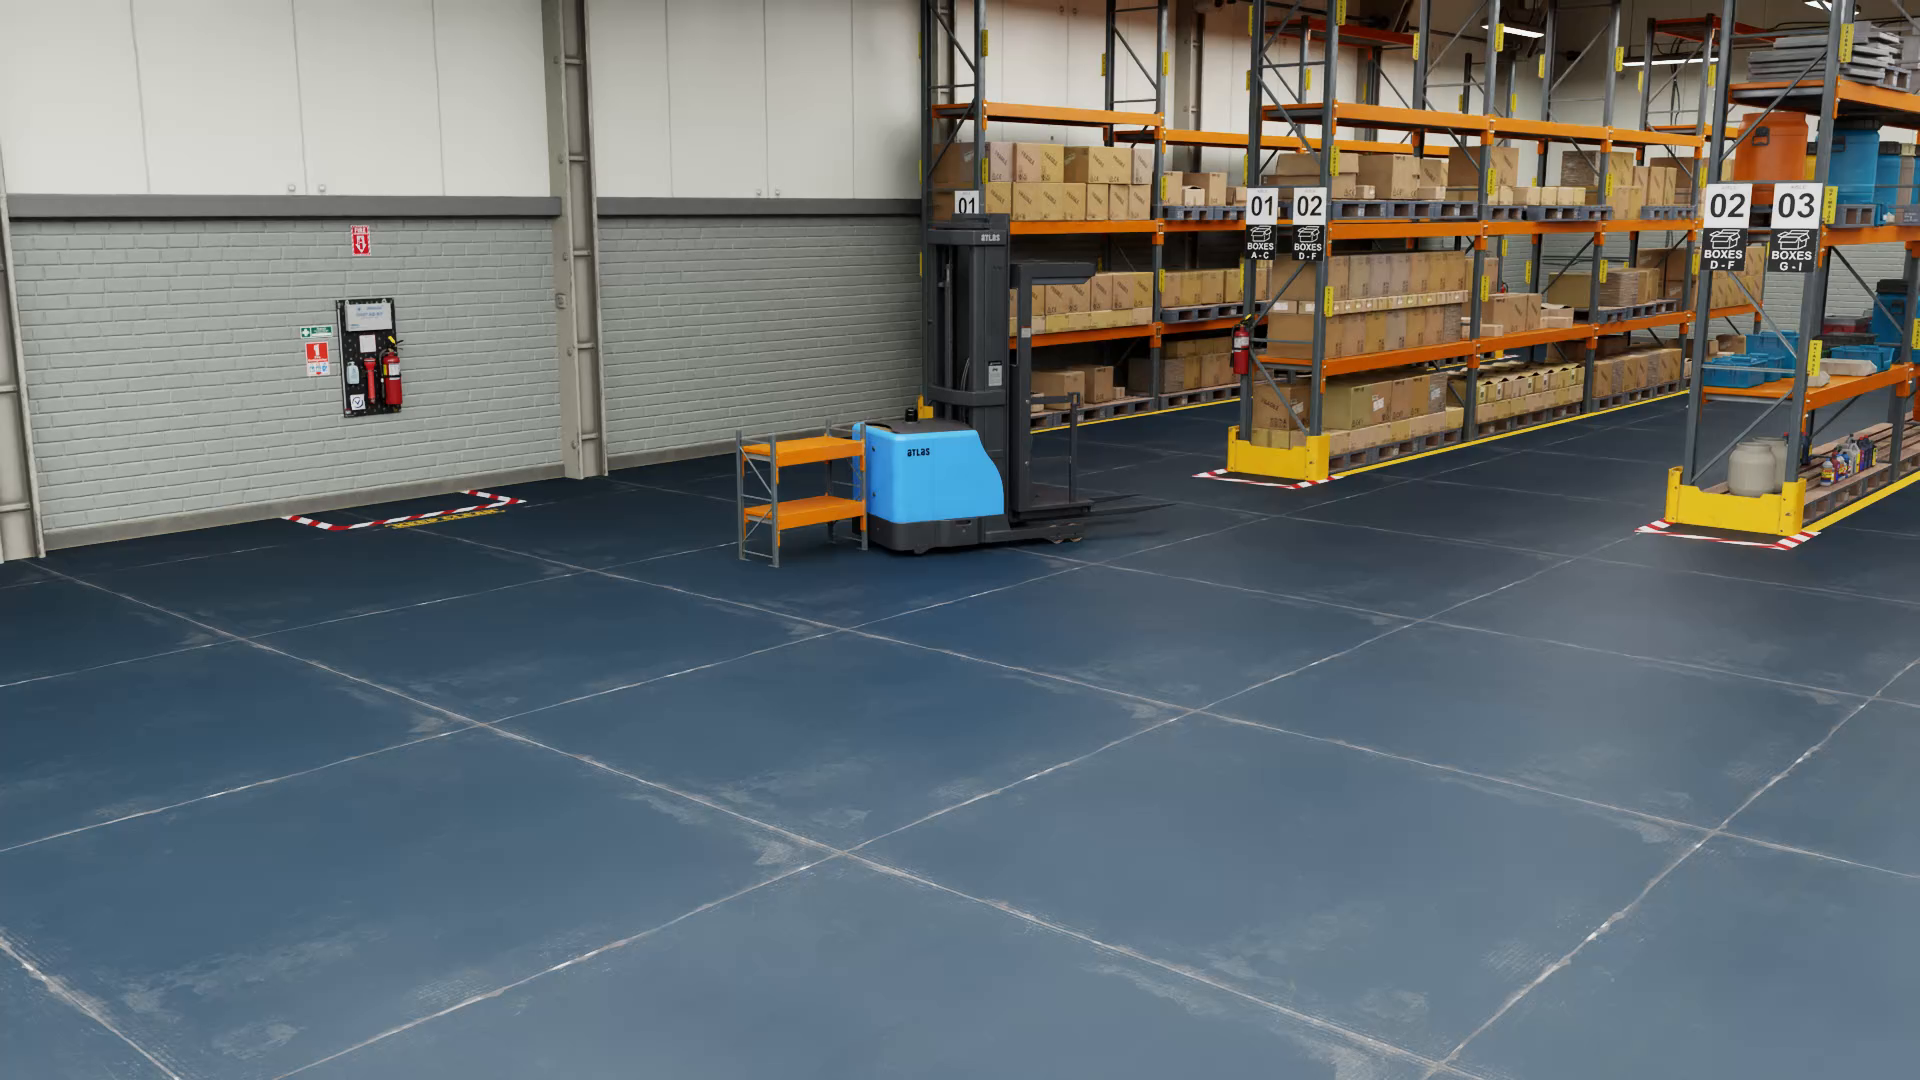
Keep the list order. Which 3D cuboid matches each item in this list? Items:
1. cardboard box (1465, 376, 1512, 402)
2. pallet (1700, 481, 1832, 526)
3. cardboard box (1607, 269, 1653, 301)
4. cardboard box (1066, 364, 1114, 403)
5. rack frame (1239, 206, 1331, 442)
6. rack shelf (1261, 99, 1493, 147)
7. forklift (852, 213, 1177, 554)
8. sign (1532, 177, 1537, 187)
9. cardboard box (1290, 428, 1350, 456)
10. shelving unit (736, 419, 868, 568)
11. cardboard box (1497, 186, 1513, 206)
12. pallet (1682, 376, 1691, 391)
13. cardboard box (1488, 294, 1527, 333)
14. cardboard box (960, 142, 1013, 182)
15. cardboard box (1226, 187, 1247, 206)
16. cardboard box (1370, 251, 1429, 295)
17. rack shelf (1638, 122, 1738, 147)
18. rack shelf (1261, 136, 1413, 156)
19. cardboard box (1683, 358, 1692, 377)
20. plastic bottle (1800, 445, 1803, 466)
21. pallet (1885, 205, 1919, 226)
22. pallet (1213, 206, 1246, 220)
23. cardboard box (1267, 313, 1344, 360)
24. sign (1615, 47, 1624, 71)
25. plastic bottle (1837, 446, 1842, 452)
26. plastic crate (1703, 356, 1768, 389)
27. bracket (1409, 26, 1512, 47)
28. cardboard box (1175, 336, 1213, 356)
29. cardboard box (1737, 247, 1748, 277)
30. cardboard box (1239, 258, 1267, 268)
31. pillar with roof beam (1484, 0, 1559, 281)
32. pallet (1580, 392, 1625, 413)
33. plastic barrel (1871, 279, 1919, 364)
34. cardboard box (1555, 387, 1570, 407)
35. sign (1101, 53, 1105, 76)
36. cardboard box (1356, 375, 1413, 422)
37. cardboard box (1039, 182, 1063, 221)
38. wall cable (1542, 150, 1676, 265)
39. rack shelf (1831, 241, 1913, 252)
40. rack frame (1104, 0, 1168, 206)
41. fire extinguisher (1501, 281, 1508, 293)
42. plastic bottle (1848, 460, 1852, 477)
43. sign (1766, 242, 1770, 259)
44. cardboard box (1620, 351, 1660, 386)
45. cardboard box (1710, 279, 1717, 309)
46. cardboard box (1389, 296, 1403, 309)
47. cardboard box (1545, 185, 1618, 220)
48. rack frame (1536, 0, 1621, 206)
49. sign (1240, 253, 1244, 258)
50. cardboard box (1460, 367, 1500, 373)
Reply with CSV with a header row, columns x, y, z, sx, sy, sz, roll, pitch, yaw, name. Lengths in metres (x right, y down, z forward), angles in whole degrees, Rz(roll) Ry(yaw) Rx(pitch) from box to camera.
x,y,z,sx,sy,sz,roll,pitch,yaw,name
7.066,-2.049,22.327,0.500,0.311,0.500,10,15,40,cardboard box
7.905,-0.354,16.444,1.003,0.211,1.213,10,15,40,pallet
10.666,-4.096,26.735,0.500,0.500,0.700,-9,15,-39,cardboard box
1.893,-2.287,24.260,0.500,0.500,0.500,8,14,36,cardboard box
3.631,-2.226,18.698,1.000,3.000,0.127,10,15,40,rack frame
4.952,-4.913,19.694,1.077,0.370,4.000,10,15,40,rack shelf
0.564,-1.493,15.201,3.031,2.935,1.130,-6,13,-26,forklift
8.506,-5.198,24.600,0.100,0.325,0.005,10,15,40,sign
4.153,-1.134,19.177,0.500,0.250,0.500,10,15,40,cardboard box
-1.367,-0.425,14.468,0.538,1.125,1.048,11,16,43,shelving unit
7.046,-4.589,22.179,0.500,0.250,0.500,8,14,35,cardboard box
12.007,-2.725,28.316,1.003,0.211,1.213,10,15,40,pallet
7.470,-3.126,22.947,0.500,0.500,0.500,10,15,40,cardboard box
0.345,-4.911,21.625,0.500,0.500,0.500,8,14,36,cardboard box
4.263,-5.396,26.594,0.637,0.503,0.797,-10,15,-40,cardboard box
5.320,-3.286,20.435,0.700,0.500,0.500,10,15,40,cardboard box
12.873,-6.873,28.494,1.077,0.370,4.000,10,15,40,rack shelf
6.509,-6.730,28.790,1.077,0.370,4.000,10,15,40,rack shelf
11.992,-2.923,27.927,0.500,0.311,0.500,10,15,40,cardboard box
9.141,-0.949,18.149,0.097,0.271,0.097,0,11,0,plastic bottle
9.587,-3.433,17.566,1.213,0.211,1.003,10,15,40,pallet
3.718,-5.063,25.725,1.213,0.211,1.003,10,15,40,pallet
3.949,-2.342,19.024,0.700,0.500,0.500,10,15,40,cardboard box
9.332,-6.809,23.540,0.100,0.325,0.005,10,15,40,sign
9.348,-0.859,17.666,0.061,0.283,0.133,10,15,40,plastic bottle
7.455,-1.625,16.066,0.499,0.251,0.616,10,15,40,plastic crate
9.883,-9.948,32.851,0.076,0.066,4.783,10,15,40,bracket
3.651,-3.065,26.242,0.500,0.250,0.500,9,15,39,cardboard box
13.434,-4.867,29.113,0.500,0.500,0.500,10,15,42,cardboard box
4.782,-4.522,27.159,0.380,0.149,0.250,7,13,31,cardboard box
14.836,-8.114,32.863,9.100,9.000,0.548,10,15,40,pillar with roof beam
9.434,-2.141,25.390,1.003,0.211,1.213,10,15,40,pallet
10.473,-2.437,18.475,0.600,0.901,0.708,10,15,40,plastic barrel
8.411,-2.075,23.892,0.500,0.250,0.500,10,15,40,cardboard box
2.128,-7.003,24.509,0.100,0.325,0.005,10,15,40,sign
5.145,-1.722,20.207,0.500,0.500,0.500,10,15,40,cardboard box
1.038,-4.564,22.439,0.500,0.500,0.500,11,16,43,cardboard box
14.472,-7.425,37.340,3.097,2.526,0.112,10,15,40,wall cable
11.310,-3.586,19.685,1.077,0.370,4.000,10,15,40,rack shelf
2.548,-6.396,24.261,1.000,3.000,0.127,10,15,40,rack frame
10.916,-4.962,33.545,0.296,0.674,0.183,10,15,40,fire extinguisher
9.274,-0.765,17.404,0.097,0.201,0.097,0,11,0,plastic bottle
14.597,-5.228,29.966,0.100,0.325,0.005,10,15,40,sign
10.778,-2.727,26.463,0.500,0.500,0.500,10,15,41,cardboard box
12.430,-4.156,28.106,0.500,0.500,0.500,10,15,41,cardboard box
5.068,-2.849,19.906,0.380,0.149,0.250,10,15,41,cardboard box
9.175,-4.992,24.631,0.910,0.500,0.500,10,15,40,cardboard box
8.912,-6.345,24.004,1.000,3.000,0.127,10,15,40,rack frame
4.770,-4.682,28.039,0.100,0.325,0.005,10,15,40,sign
7.328,-2.268,23.423,0.500,0.311,0.500,10,15,40,cardboard box
